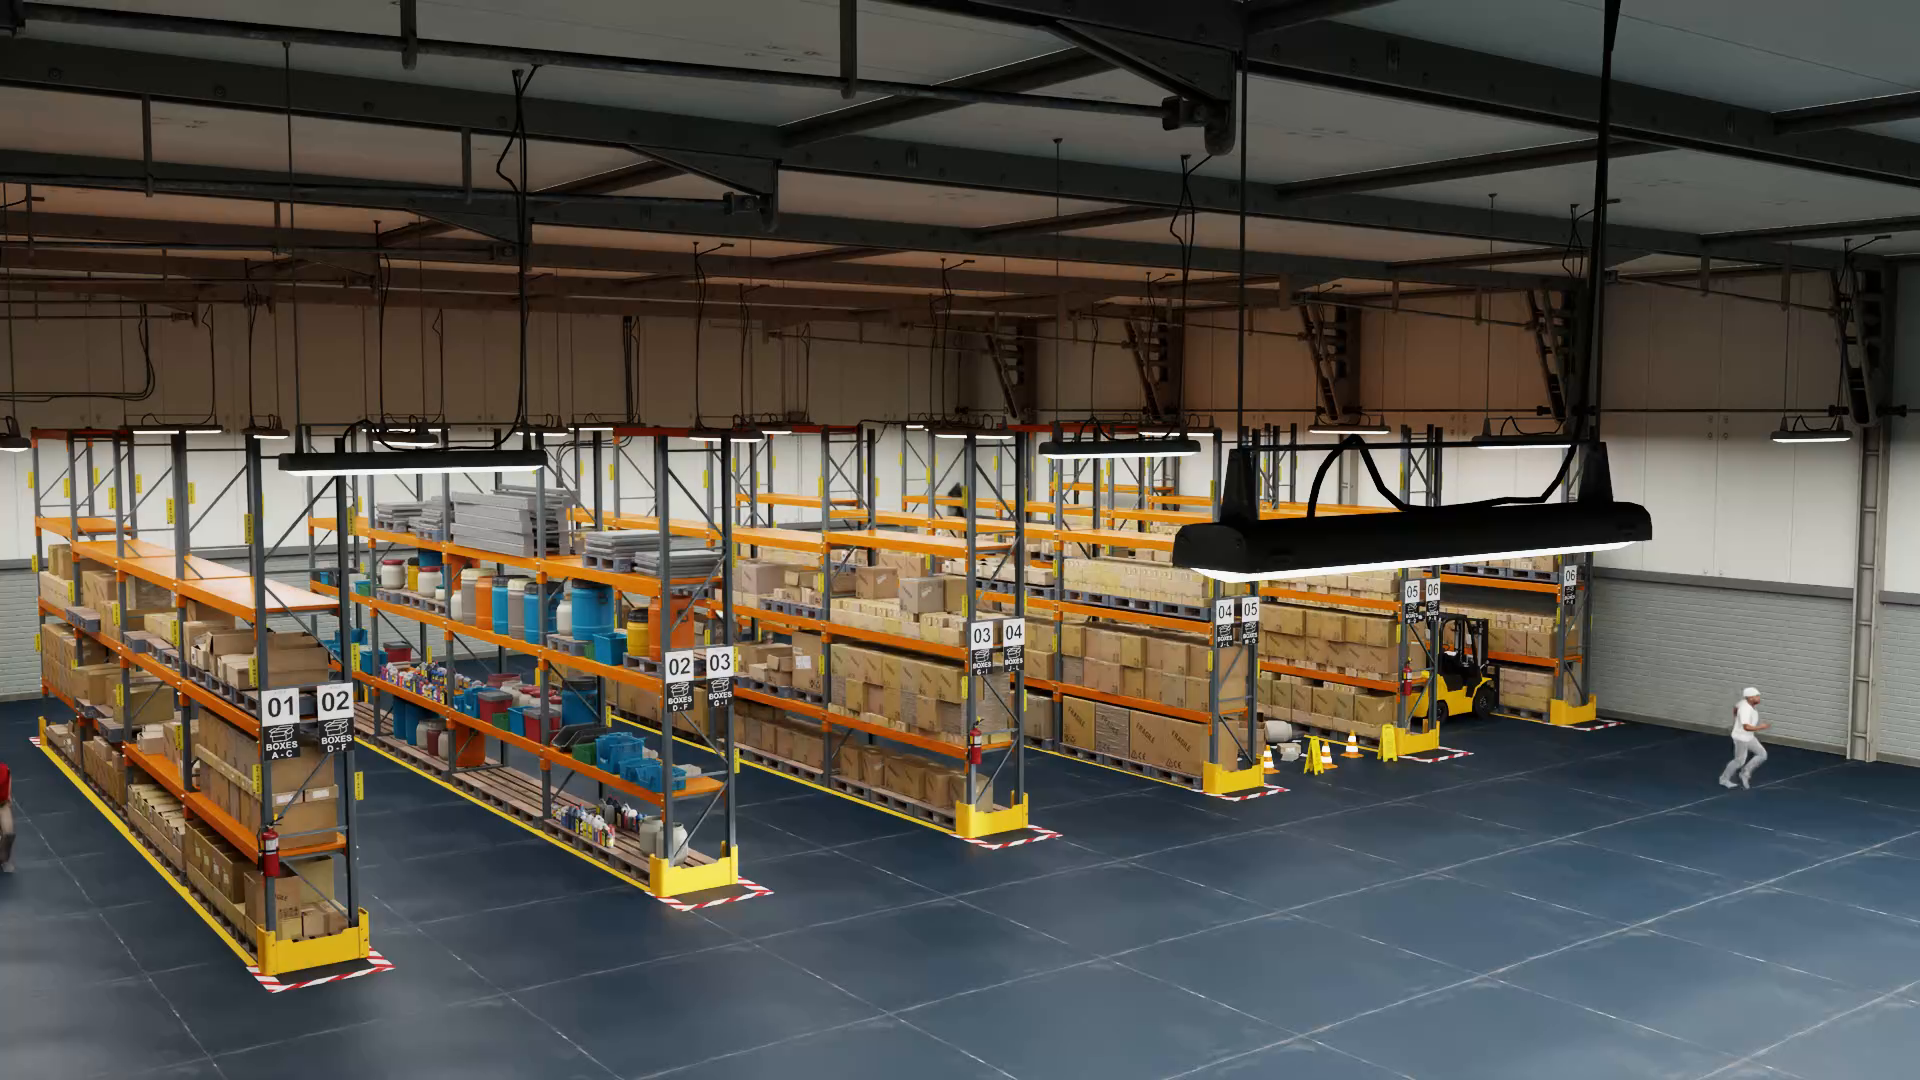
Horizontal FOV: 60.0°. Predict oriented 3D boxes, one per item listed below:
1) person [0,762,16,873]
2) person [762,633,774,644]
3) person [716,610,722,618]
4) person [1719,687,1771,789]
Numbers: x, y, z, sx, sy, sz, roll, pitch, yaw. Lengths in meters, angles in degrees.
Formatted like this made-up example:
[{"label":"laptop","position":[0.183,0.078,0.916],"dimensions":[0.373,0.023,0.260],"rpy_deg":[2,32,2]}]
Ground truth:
[{"label":"person","position":[-13.185,3.711,22.673],"dimensions":[0.750,1.755,0.646],"rpy_deg":[4,6,42]},{"label":"person","position":[-3.855,2.784,33.997],"dimensions":[0.650,1.797,0.724],"rpy_deg":[-4,6,-38]},{"label":"person","position":[-6.077,2.280,40.853],"dimensions":[0.615,1.623,0.861],"rpy_deg":[4,6,45]},{"label":"person","position":[13.030,3.285,27.560],"dimensions":[0.784,1.716,0.737],"rpy_deg":[3,5,35]}]
